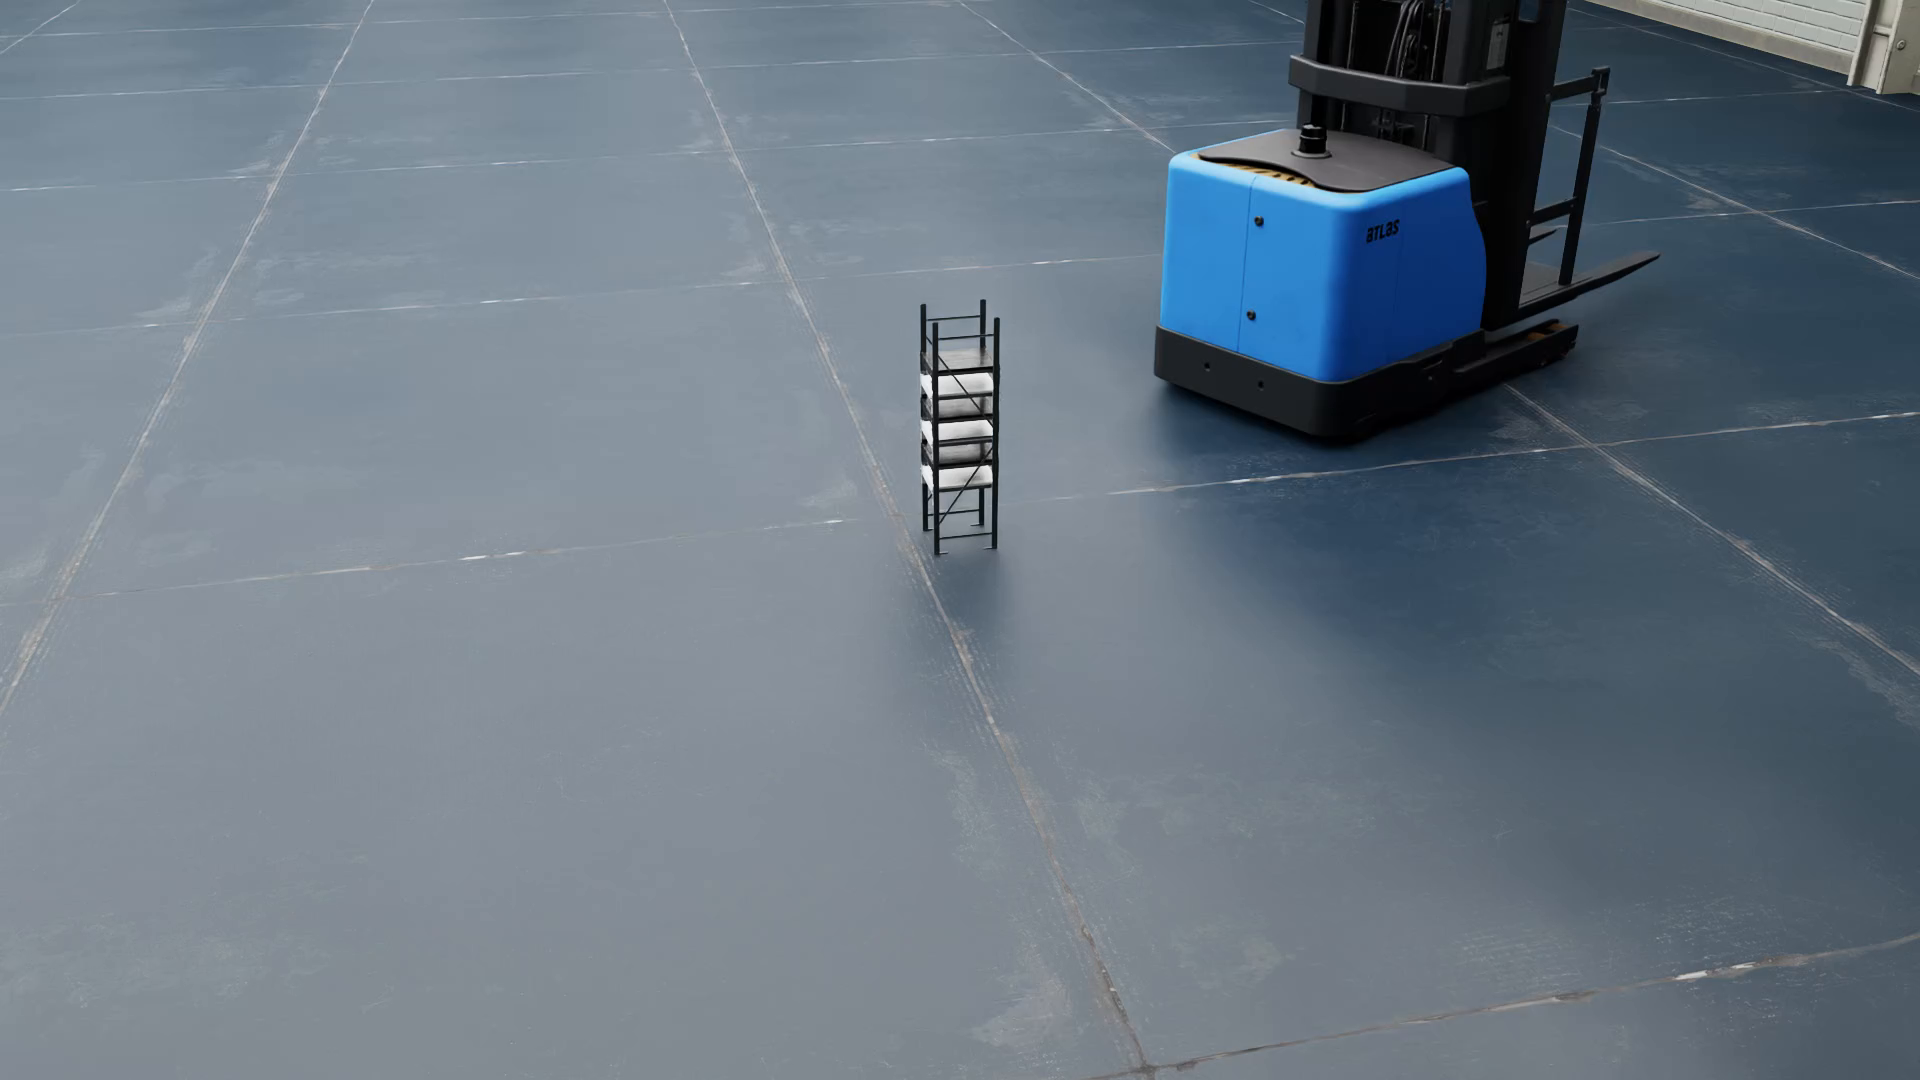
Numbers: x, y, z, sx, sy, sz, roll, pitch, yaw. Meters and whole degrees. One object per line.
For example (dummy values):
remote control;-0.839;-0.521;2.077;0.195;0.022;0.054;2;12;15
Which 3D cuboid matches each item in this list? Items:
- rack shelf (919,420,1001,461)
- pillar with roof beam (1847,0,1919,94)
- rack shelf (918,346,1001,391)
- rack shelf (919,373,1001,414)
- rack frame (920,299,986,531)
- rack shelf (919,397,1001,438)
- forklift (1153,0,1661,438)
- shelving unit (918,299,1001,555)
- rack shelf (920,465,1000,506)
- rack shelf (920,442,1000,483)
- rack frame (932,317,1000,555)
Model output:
rack shelf;-0.002;-0.376;6.069;0.258;0.077;0.200;-6;27;-12
pillar with roof beam;3.289;-7.257;10.641;9.100;9.000;0.400;-6;27;-12
rack shelf;-0.002;-0.617;5.948;0.258;0.077;0.200;-6;27;-12
rack shelf;-0.002;-0.536;5.988;0.258;0.077;0.200;-6;27;-12
rack frame;-0.025;-0.450;6.143;0.240;0.900;0.006;-6;27;-12
rack shelf;-0.002;-0.456;6.029;0.258;0.077;0.200;-6;27;-12
forklift;2.326;-2.281;7.515;3.031;2.935;1.130;-22;34;-36
shelving unit;-0.002;-0.405;6.054;0.258;0.900;0.210;-6;27;-12
rack shelf;-0.002;-0.215;6.150;0.258;0.077;0.200;-6;27;-12
rack shelf;-0.002;-0.295;6.110;0.258;0.077;0.200;-6;27;-12
rack frame;0.021;-0.361;5.966;0.240;0.900;0.006;-6;27;-12
